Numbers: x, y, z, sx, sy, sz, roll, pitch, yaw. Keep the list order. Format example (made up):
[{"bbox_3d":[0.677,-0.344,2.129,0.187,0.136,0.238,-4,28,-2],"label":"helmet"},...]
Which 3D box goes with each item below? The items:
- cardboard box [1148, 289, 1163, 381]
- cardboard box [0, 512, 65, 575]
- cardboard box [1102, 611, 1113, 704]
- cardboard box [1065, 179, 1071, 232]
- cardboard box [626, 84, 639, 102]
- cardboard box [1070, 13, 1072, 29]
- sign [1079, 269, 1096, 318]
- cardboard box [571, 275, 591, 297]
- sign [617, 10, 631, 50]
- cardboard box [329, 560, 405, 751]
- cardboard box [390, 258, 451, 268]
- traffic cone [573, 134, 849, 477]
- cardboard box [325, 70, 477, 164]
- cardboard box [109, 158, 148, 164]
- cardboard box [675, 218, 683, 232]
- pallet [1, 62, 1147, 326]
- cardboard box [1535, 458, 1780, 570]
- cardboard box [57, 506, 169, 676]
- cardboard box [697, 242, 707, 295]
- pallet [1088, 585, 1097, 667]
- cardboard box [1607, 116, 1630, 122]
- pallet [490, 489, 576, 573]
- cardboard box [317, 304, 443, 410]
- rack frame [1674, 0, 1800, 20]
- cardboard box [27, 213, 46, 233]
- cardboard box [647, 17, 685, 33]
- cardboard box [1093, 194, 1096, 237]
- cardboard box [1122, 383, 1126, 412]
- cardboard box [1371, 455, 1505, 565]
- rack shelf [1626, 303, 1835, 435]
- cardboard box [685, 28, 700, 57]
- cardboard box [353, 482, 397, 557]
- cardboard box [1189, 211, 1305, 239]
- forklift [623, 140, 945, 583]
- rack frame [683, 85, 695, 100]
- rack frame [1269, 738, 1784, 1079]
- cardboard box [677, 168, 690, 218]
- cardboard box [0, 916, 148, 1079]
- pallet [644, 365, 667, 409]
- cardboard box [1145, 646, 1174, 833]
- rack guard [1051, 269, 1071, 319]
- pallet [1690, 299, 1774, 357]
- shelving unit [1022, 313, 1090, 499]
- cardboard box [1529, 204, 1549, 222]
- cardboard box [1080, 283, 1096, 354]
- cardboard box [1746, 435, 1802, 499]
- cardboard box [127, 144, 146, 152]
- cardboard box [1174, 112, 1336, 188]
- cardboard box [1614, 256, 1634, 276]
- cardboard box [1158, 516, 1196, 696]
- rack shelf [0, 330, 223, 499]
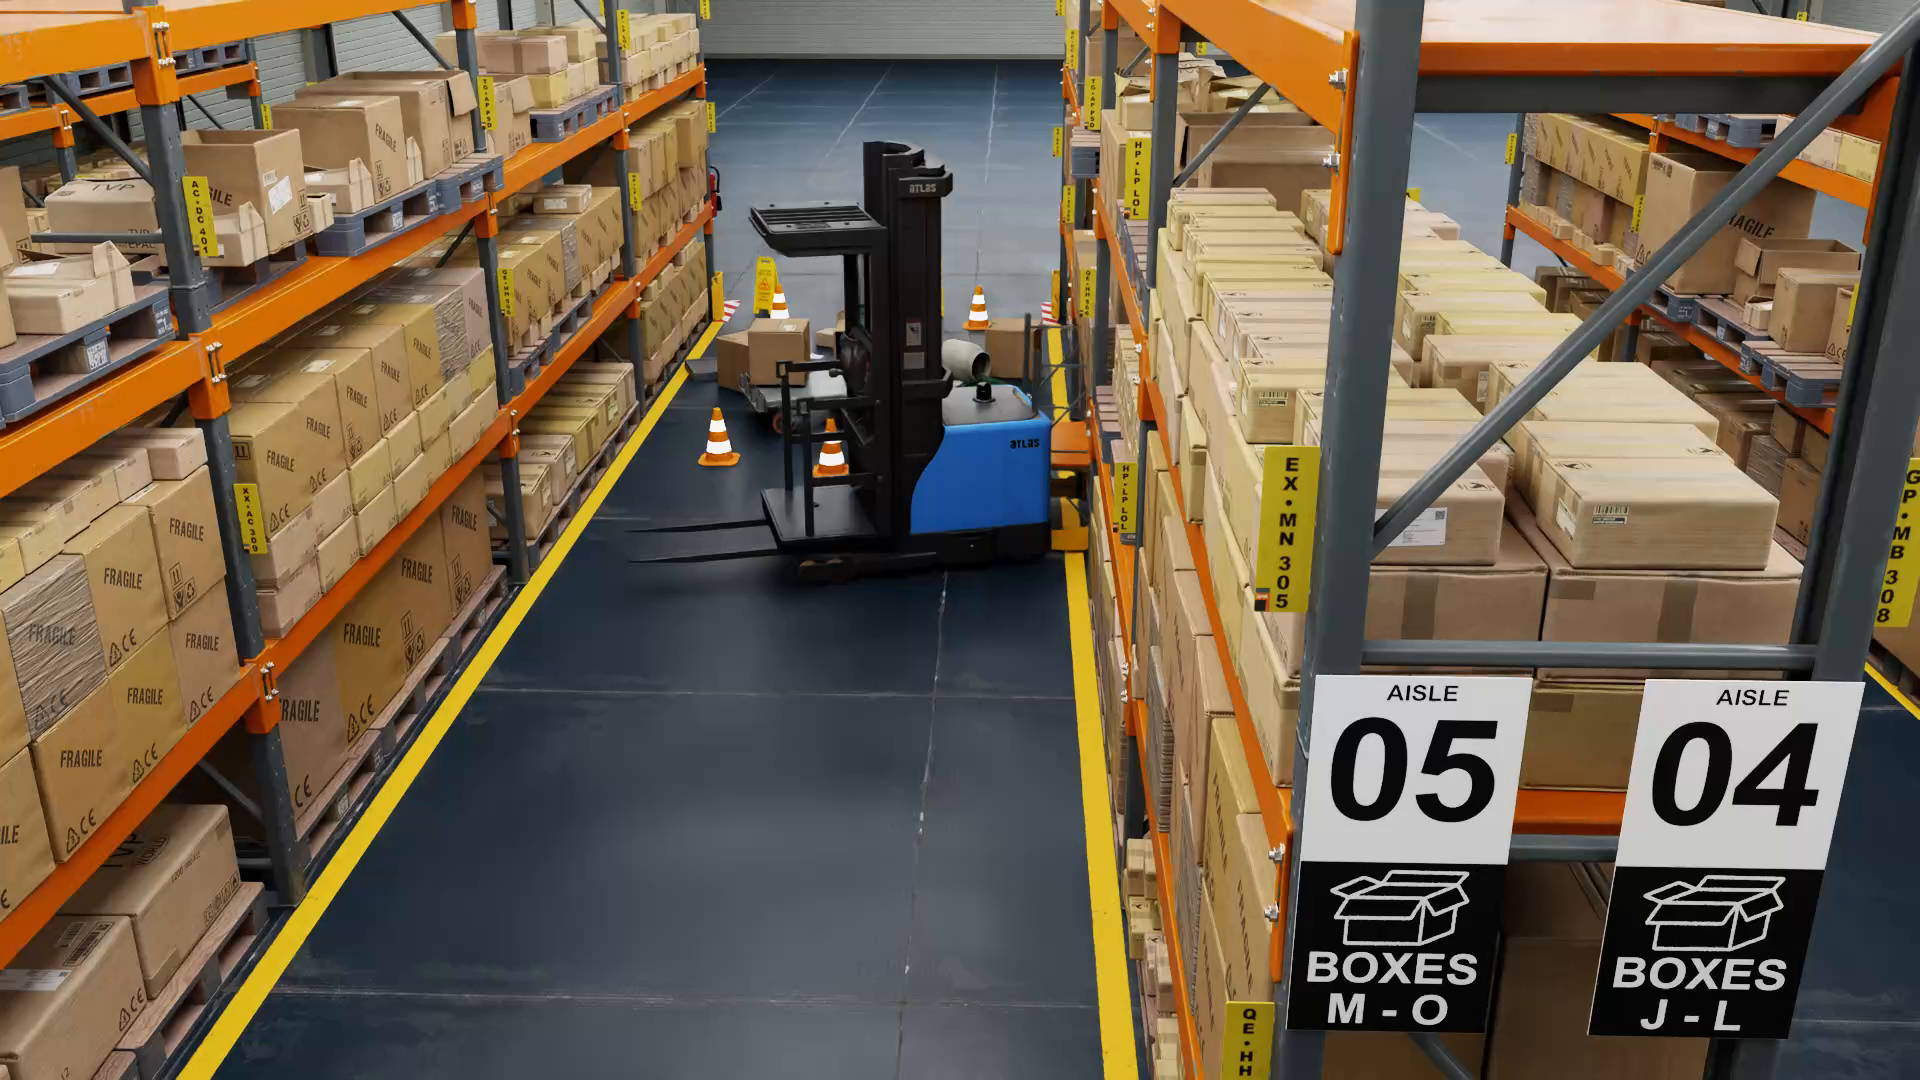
[{"bbox_3d":[0.998,-0.803,6.512,0.500,0.250,0.500,2,21,4],"label":"cardboard box"},{"bbox_3d":[-0.947,-0.345,6.022,5.399,0.750,0.774,0,21,1],"label":"cardboard box"},{"bbox_3d":[1.082,0.689,9.481,0.500,0.500,0.500,0,21,0],"label":"cardboard box"},{"bbox_3d":[1.537,-3.513,17.228,0.875,0.550,0.550,1,21,2],"label":"cardboard box"},{"bbox_3d":[-3.111,-4.035,14.981,0.380,0.149,0.250,1,21,2],"label":"cardboard box"},{"bbox_3d":[1.325,-4.968,16.117,0.500,0.250,0.500,1,21,1],"label":"cardboard box"},{"bbox_3d":[0.843,-1.630,10.982,0.100,0.325,0.005,1,21,2],"label":"sign"},{"bbox_3d":[-3.217,-2.070,13.485,0.380,0.149,0.250,1,21,2],"label":"cardboard box"},{"bbox_3d":[-2.877,-4.368,14.233,0.100,0.325,0.005,1,21,2],"label":"sign"},{"bbox_3d":[-3.716,0.586,9.228,0.887,0.875,0.887,1,21,2],"label":"cardboard box"},{"bbox_3d":[-3.817,-1.652,11.509,0.500,0.500,0.500,0,21,0],"label":"cardboard box"},{"bbox_3d":[-2.412,-2.146,14.180,3.046,2.808,1.723,1,21,2],"label":"traffic cone"},{"bbox_3d":[-3.414,-2.608,10.232,0.797,0.503,0.637,-1,21,-2],"label":"cardboard box"},{"bbox_3d":[-8.127,-3.669,16.392,0.380,0.149,0.250,1,21,1],"label":"cardboard box"},{"bbox_3d":[-3.076,-3.278,17.177,0.380,0.149,0.250,0,21,1],"label":"cardboard box"},{"bbox_3d":[-3.442,-2.739,11.485,11.154,0.261,9.239,1,21,2],"label":"pallet"},{"bbox_3d":[1.392,-0.055,3.342,0.380,0.149,0.250,0,21,1],"label":"cardboard box"},{"bbox_3d":[-3.437,0.187,6.379,0.507,0.500,0.507,1,21,2],"label":"cardboard box"},{"bbox_3d":[-3.494,-1.280,11.807,0.853,1.989,13.684,1,21,2],"label":"cardboard box"},{"bbox_3d":[1.372,0.497,10.955,1.003,0.211,1.213,1,21,2],"label":"pallet"},{"bbox_3d":[6.799,-3.975,16.695,0.500,0.500,0.500,1,21,2],"label":"cardboard box"},{"bbox_3d":[-3.528,-0.086,12.458,1.003,0.211,1.213,1,21,2],"label":"pallet"},{"bbox_3d":[-3.337,-1.061,9.596,0.500,0.500,0.500,1,21,2],"label":"cardboard box"},{"bbox_3d":[6.474,-5.237,13.587,1.000,3.000,0.127,1,21,2],"label":"rack frame"},{"bbox_3d":[-8.171,-2.732,14.389,0.380,0.149,0.250,0,21,1],"label":"cardboard box"},{"bbox_3d":[-3.061,-5.338,17.238,0.380,0.149,0.250,0,21,1],"label":"cardboard box"},{"bbox_3d":[1.510,-2.865,14.245,0.700,0.500,0.500,0,21,1],"label":"cardboard box"},{"bbox_3d":[1.164,-0.844,9.913,0.380,0.149,0.250,1,21,2],"label":"cardboard box"},{"bbox_3d":[0.871,-0.064,3.364,0.380,0.149,0.250,0,21,1],"label":"cardboard box"},{"bbox_3d":[6.413,-1.382,12.938,1.077,0.370,4.000,1,21,2],"label":"rack shelf"},{"bbox_3d":[-3.056,-5.275,17.626,0.500,0.250,0.500,0,21,1],"label":"cardboard box"},{"bbox_3d":[-3.352,-0.115,8.887,0.500,0.250,0.500,0,21,1],"label":"cardboard box"},{"bbox_3d":[1.032,-1.095,6.021,0.380,0.149,0.250,0,21,1],"label":"cardboard box"},{"bbox_3d":[-1.063,-1.527,12.413,3.086,2.935,2.622,-5,22,-13],"label":"forklift"},{"bbox_3d":[-3.313,-3.996,18.680,0.949,2.616,0.053,1,21,2],"label":"rack frame"},{"bbox_3d":[1.154,1.807,3.724,1.000,3.000,0.127,1,21,2],"label":"rack frame"},{"bbox_3d":[-3.090,-3.620,17.162,0.500,0.500,0.500,1,21,1],"label":"cardboard box"},{"bbox_3d":[-3.828,1.891,6.469,0.875,0.438,0.875,0,21,0],"label":"cardboard box"},{"bbox_3d":[-3.447,-1.493,16.084,1.003,0.211,1.213,1,21,2],"label":"pallet"},{"bbox_3d":[0.950,0.713,5.996,0.500,0.500,0.500,0,21,0],"label":"cardboard box"},{"bbox_3d":[1.642,-2.821,19.108,1.175,0.500,0.348,1,21,2],"label":"rack guard"},{"bbox_3d":[6.371,-1.621,12.825,1.003,0.211,1.213,1,21,2],"label":"pallet"},{"bbox_3d":[0.740,-0.843,12.499,0.500,1.500,0.985,1,23,-2],"label":"shelving unit"},{"bbox_3d":[6.299,-3.489,17.721,0.380,0.149,0.250,1,21,2],"label":"cardboard box"},{"bbox_3d":[1.175,-1.659,12.519,0.500,0.500,0.500,0,21,1],"label":"cardboard box"},{"bbox_3d":[6.357,-0.477,12.459,0.700,0.500,0.500,-1,21,-3],"label":"cardboard box"},{"bbox_3d":[-8.536,-4.043,17.355,0.380,0.149,0.250,1,21,3],"label":"cardboard box"},{"bbox_3d":[1.454,-1.838,8.250,0.797,0.503,0.637,0,21,1],"label":"cardboard box"},{"bbox_3d":[6.204,-2.495,15.159,0.380,0.149,0.250,1,21,2],"label":"cardboard box"},{"bbox_3d":[0.972,0.240,5.833,0.500,0.500,0.500,1,21,3],"label":"cardboard box"},{"bbox_3d":[-3.736,0.003,5.222,1.077,0.370,4.000,1,21,2],"label":"rack shelf"}]
